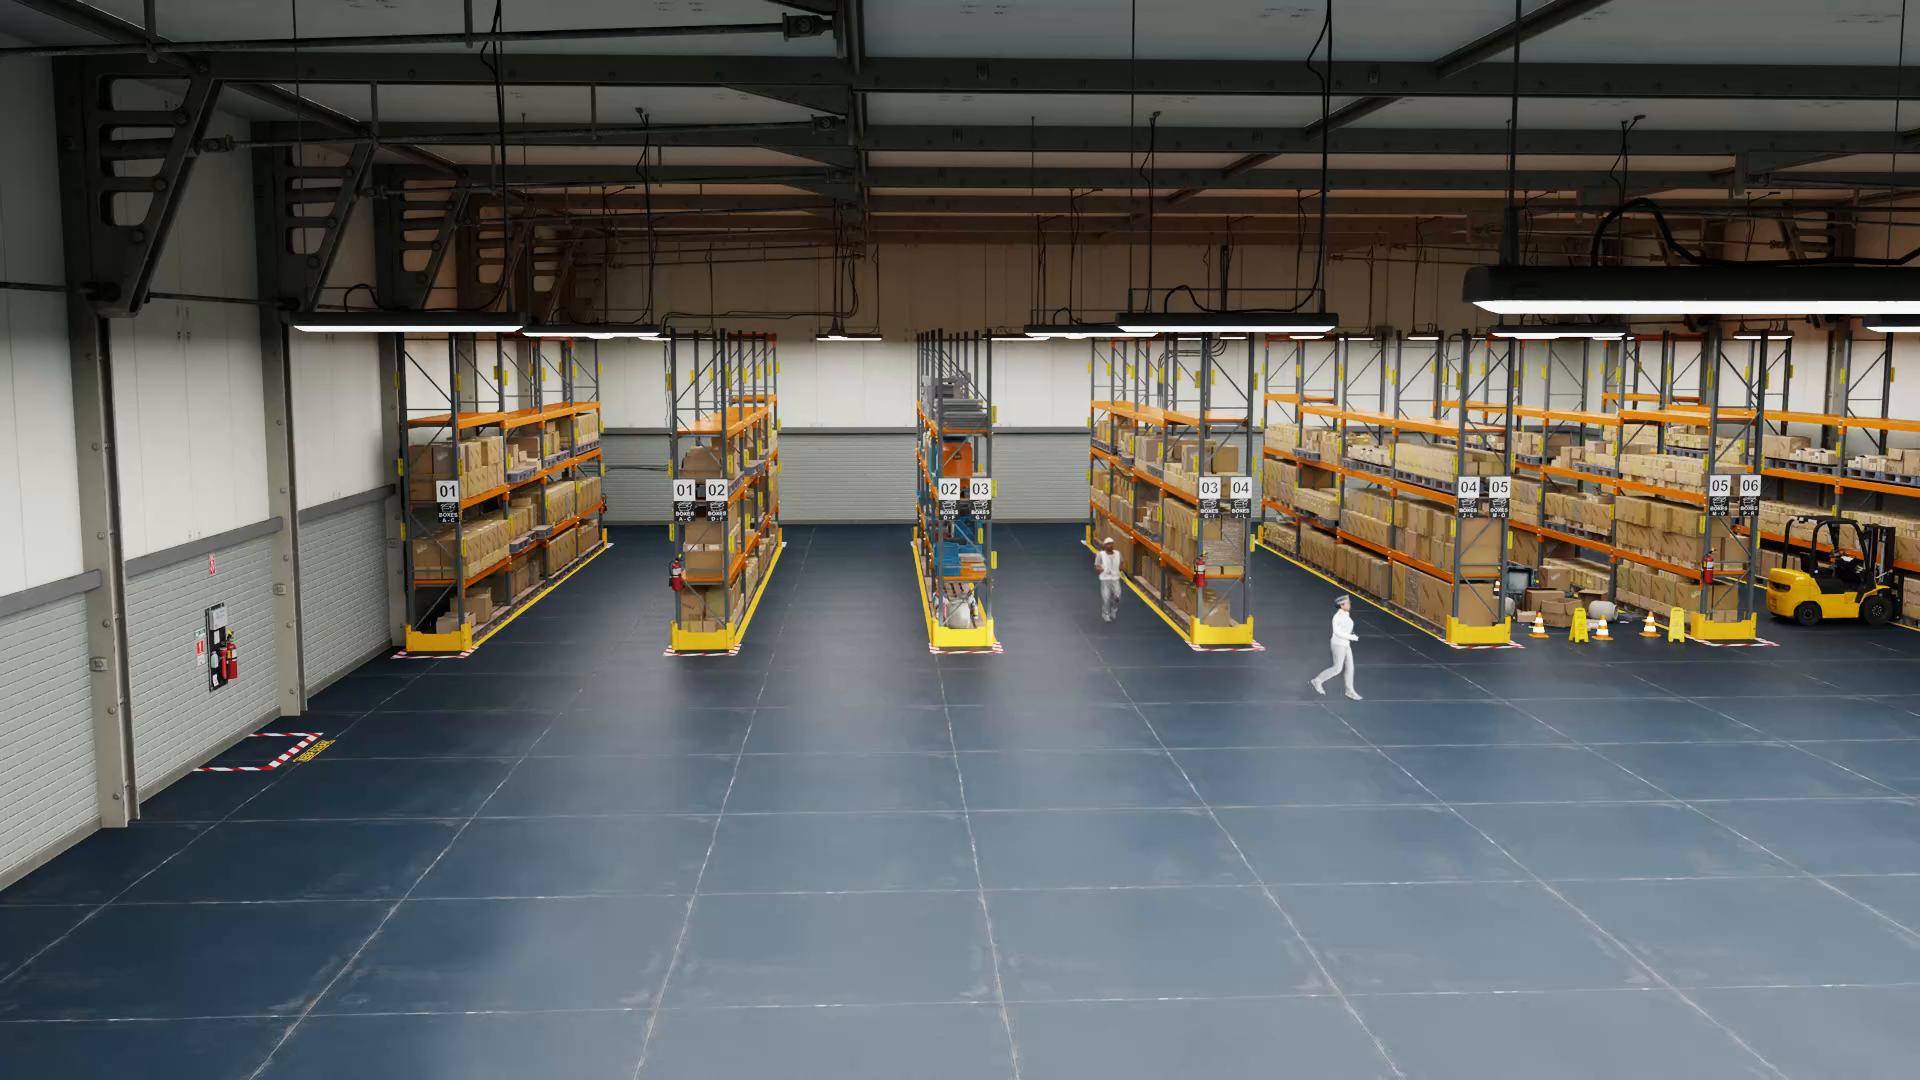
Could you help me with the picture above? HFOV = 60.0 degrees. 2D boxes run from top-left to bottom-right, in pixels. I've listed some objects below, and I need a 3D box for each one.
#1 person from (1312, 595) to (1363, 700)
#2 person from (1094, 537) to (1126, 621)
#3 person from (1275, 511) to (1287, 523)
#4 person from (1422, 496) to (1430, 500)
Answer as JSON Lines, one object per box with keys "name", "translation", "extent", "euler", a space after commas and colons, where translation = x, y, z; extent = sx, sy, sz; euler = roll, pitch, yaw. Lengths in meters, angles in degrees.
{"name": "person", "translation": [6.134, 1.720, 26.928], "extent": [0.815, 1.712, 0.637], "euler": [3, 8, 27]}
{"name": "person", "translation": [3.087, 0.822, 34.058], "extent": [0.669, 1.739, 0.625], "euler": [-1, 7, -8]}
{"name": "person", "translation": [9.550, -0.916, 49.092], "extent": [0.856, 1.726, 0.671], "euler": [0, 7, -1]}
{"name": "person", "translation": [13.927, -0.896, 49.499], "extent": [0.562, 1.586, 0.704], "euler": [0, 7, 3]}
